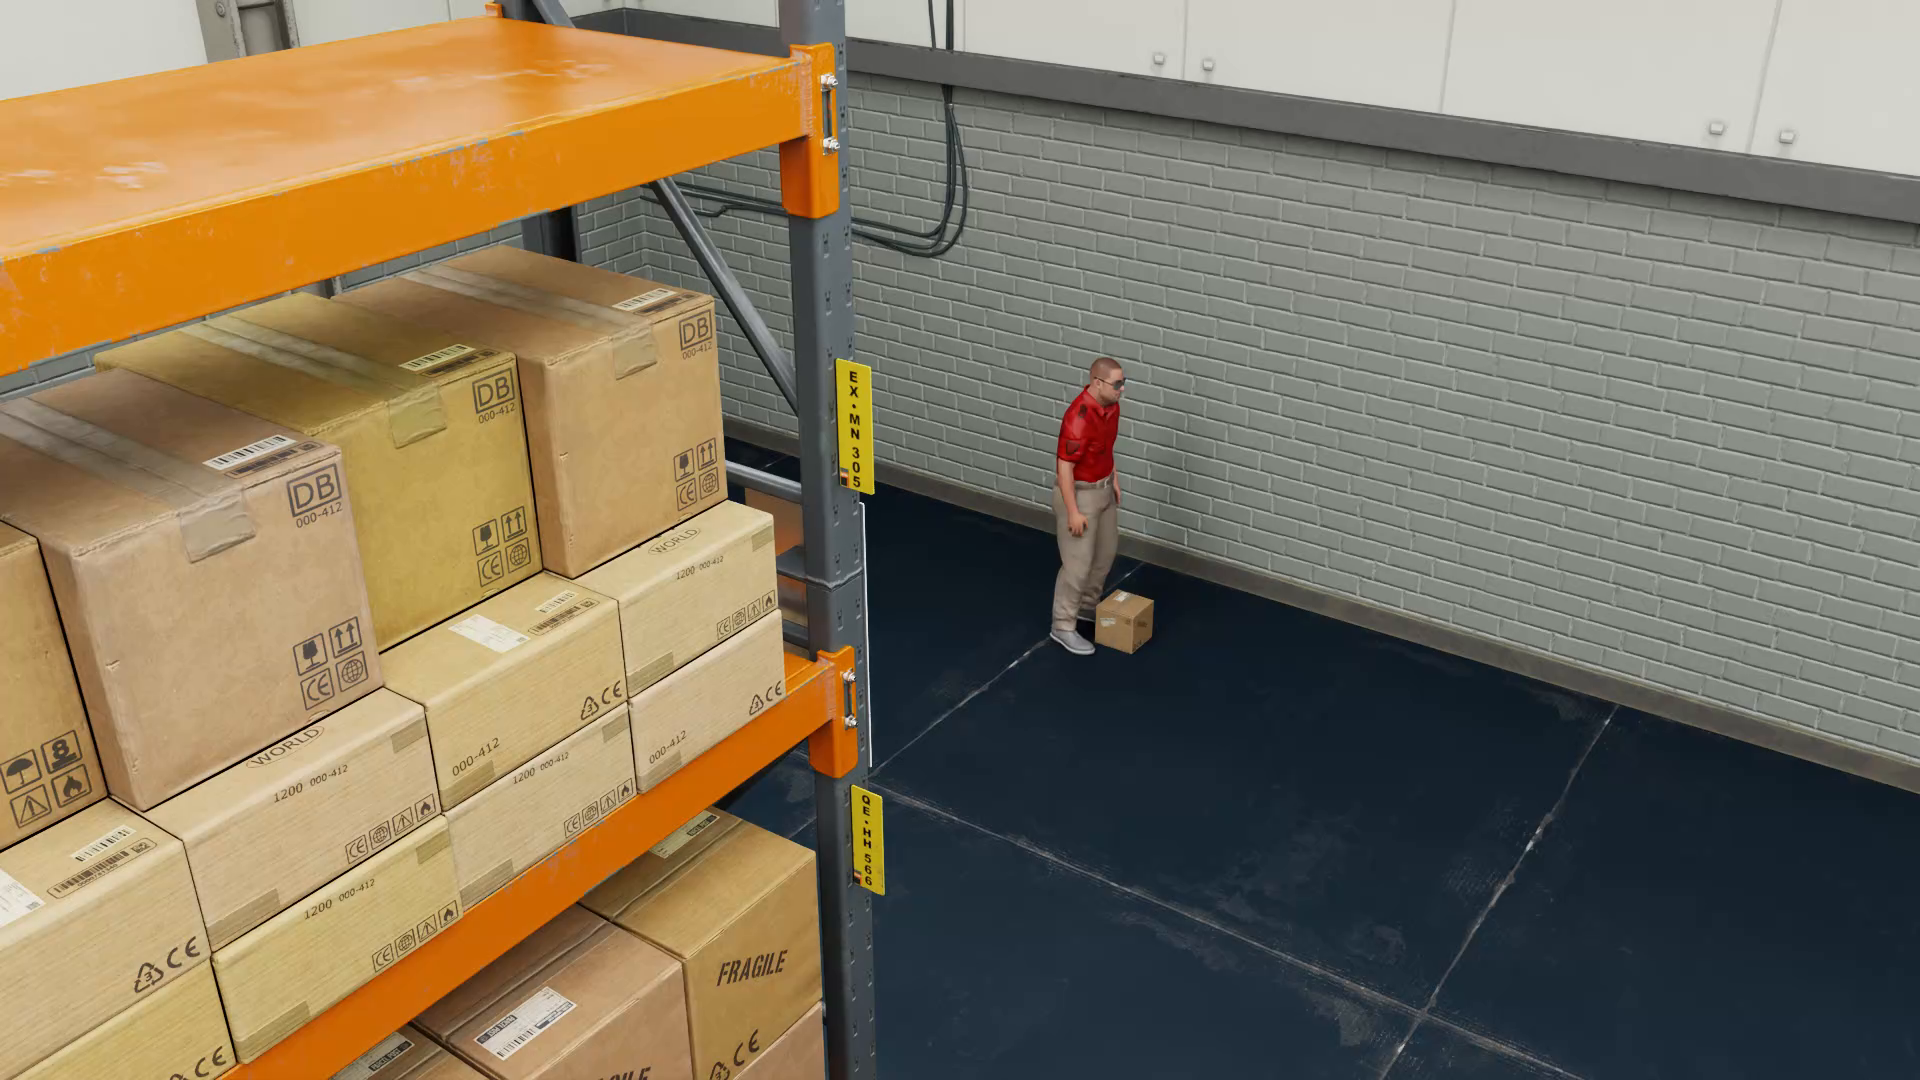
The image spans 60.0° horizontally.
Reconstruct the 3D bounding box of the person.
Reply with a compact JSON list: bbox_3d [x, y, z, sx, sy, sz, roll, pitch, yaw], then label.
[{"bbox_3d":[0.750,-0.237,9.599,0.389,1.728,0.608,15,31,28],"label":"person"}]
